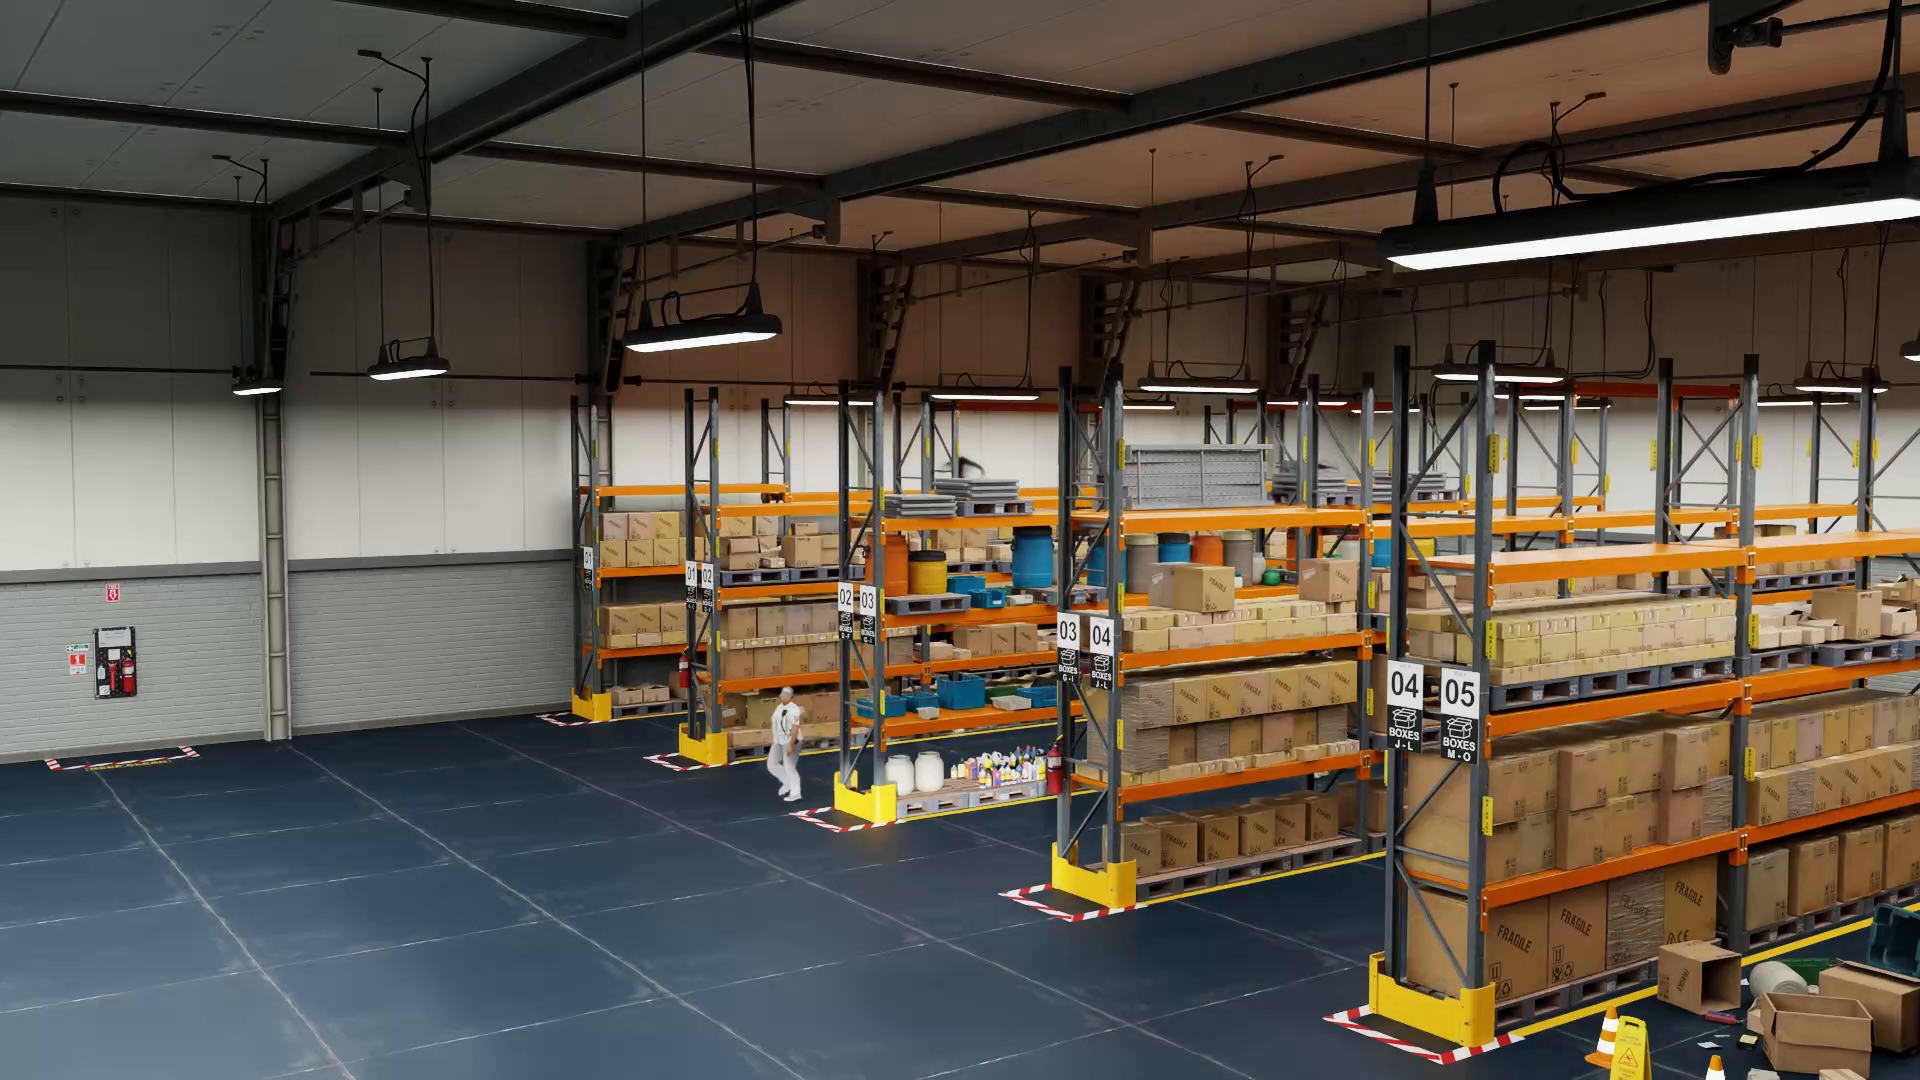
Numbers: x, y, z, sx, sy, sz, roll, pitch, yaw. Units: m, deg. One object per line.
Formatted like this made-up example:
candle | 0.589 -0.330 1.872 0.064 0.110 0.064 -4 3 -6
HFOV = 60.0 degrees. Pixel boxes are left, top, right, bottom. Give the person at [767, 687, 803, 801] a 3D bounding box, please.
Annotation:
person | -2.471 2.901 23.744 0.576 1.644 0.462 3 5 44

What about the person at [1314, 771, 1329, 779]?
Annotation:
person | 5.731 2.874 25.544 1.038 1.522 0.558 -2 4 -35
